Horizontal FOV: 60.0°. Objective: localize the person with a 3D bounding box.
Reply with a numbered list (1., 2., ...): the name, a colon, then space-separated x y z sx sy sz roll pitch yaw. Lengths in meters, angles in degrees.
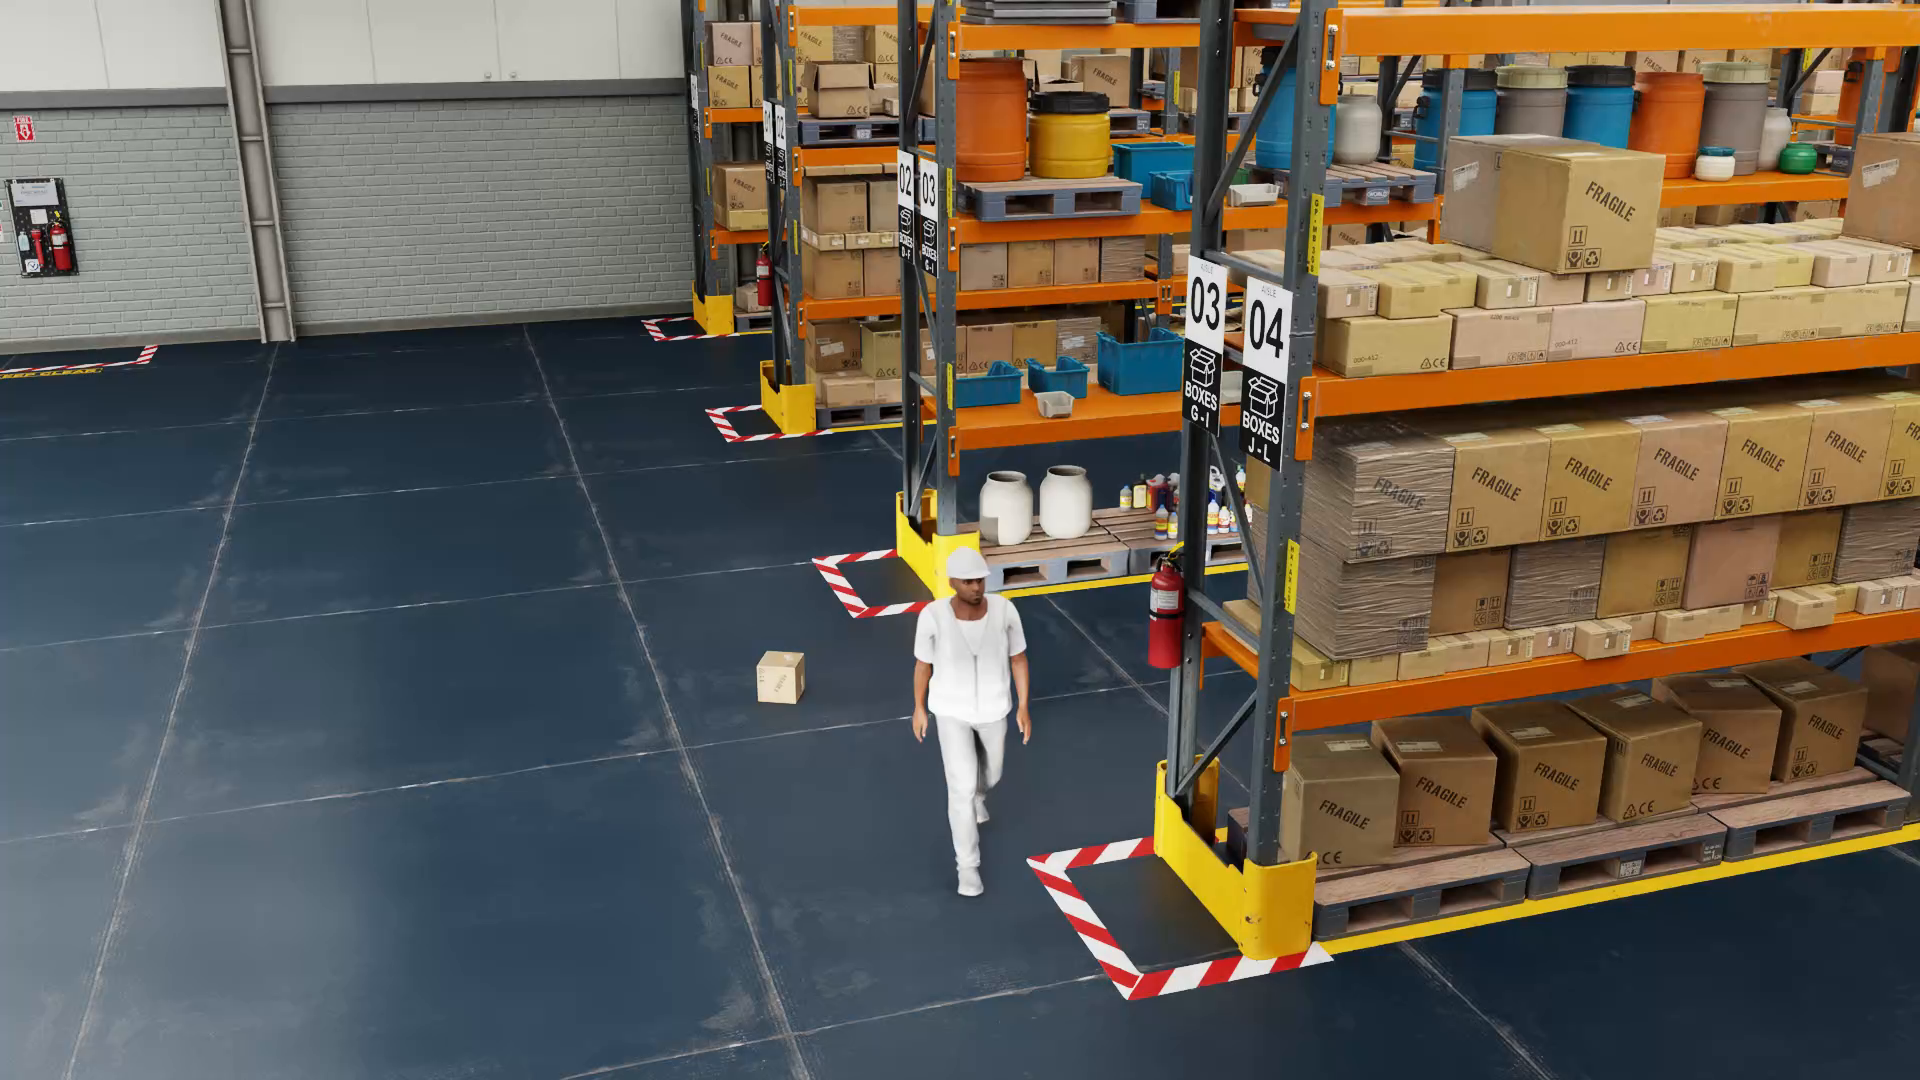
1. person: 0.063 0.861 8.531 0.585 1.742 0.926 -5 20 -13
